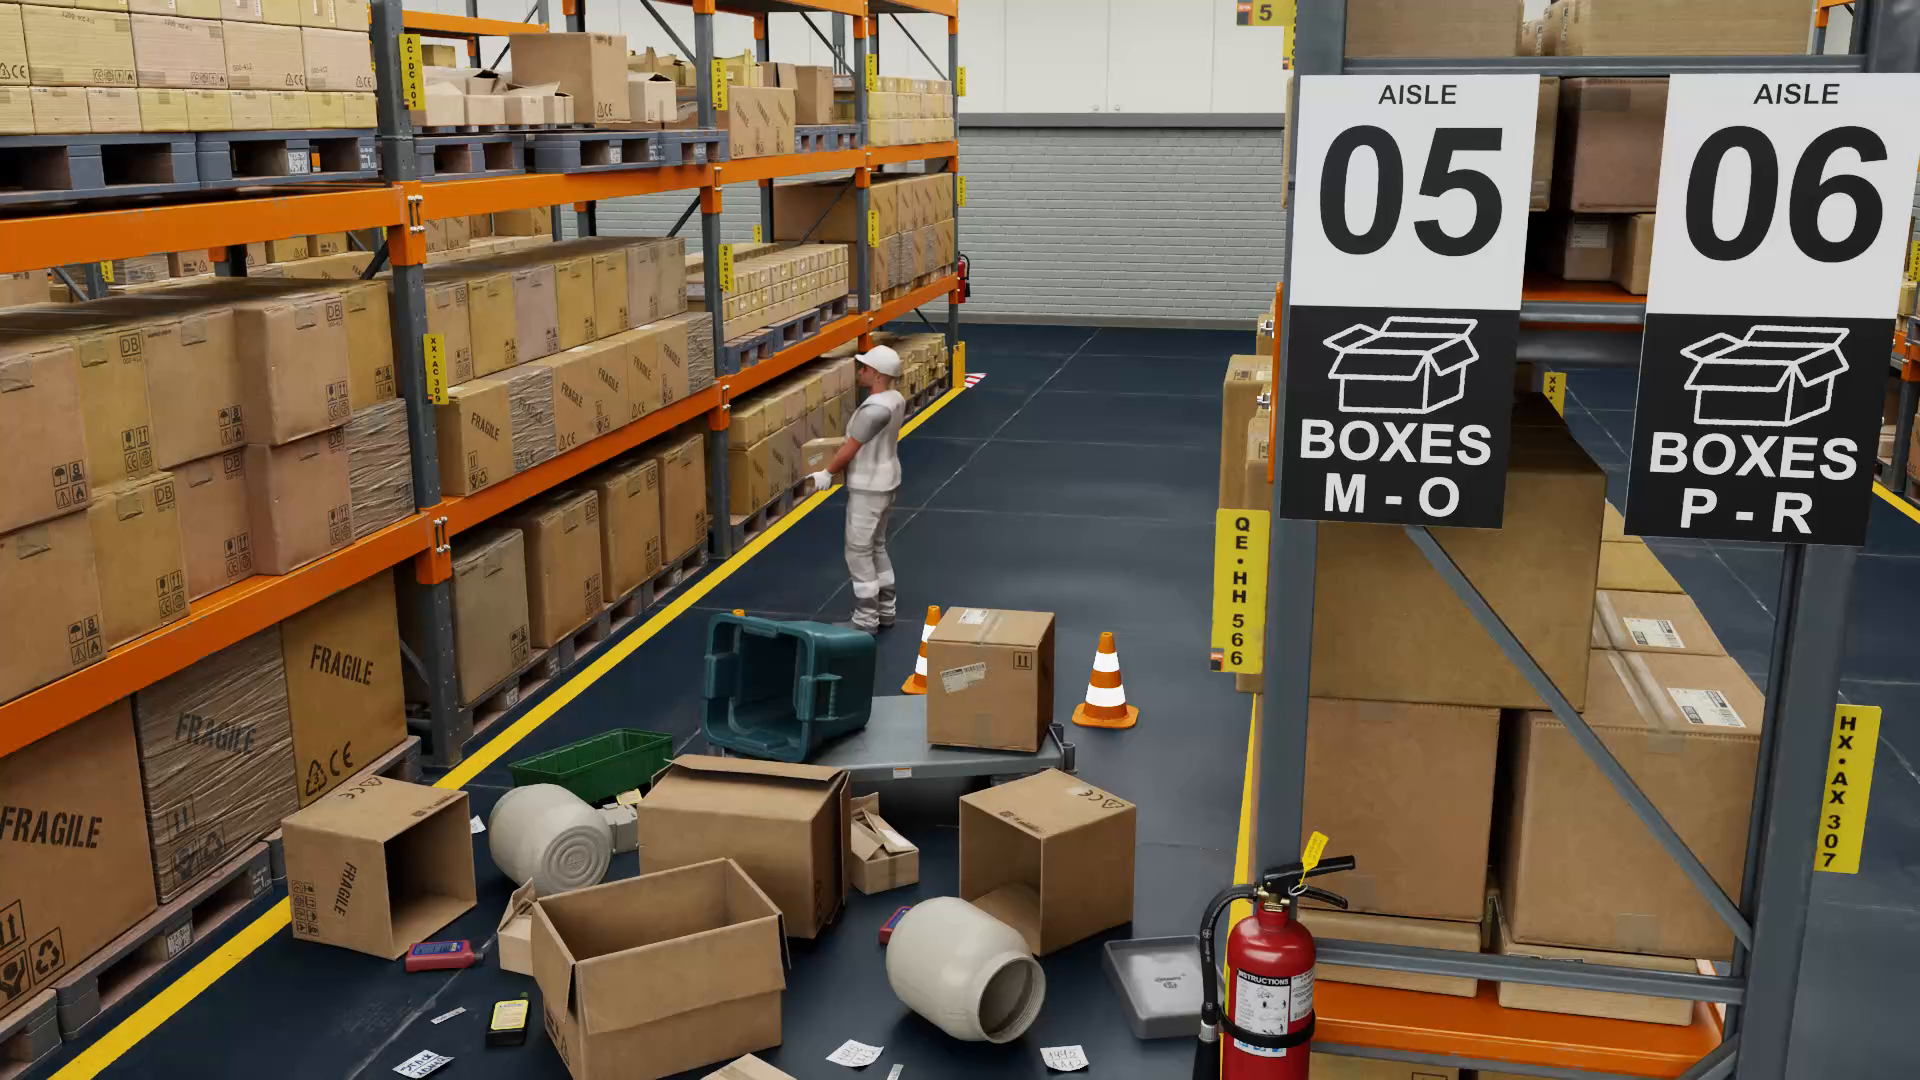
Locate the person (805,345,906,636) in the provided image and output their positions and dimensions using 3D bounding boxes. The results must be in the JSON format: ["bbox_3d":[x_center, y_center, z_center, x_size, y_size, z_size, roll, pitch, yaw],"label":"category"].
[{"bbox_3d":[-0.635,-0.303,10.147,0.573,1.782,0.494,3,15,11],"label":"person"}]
